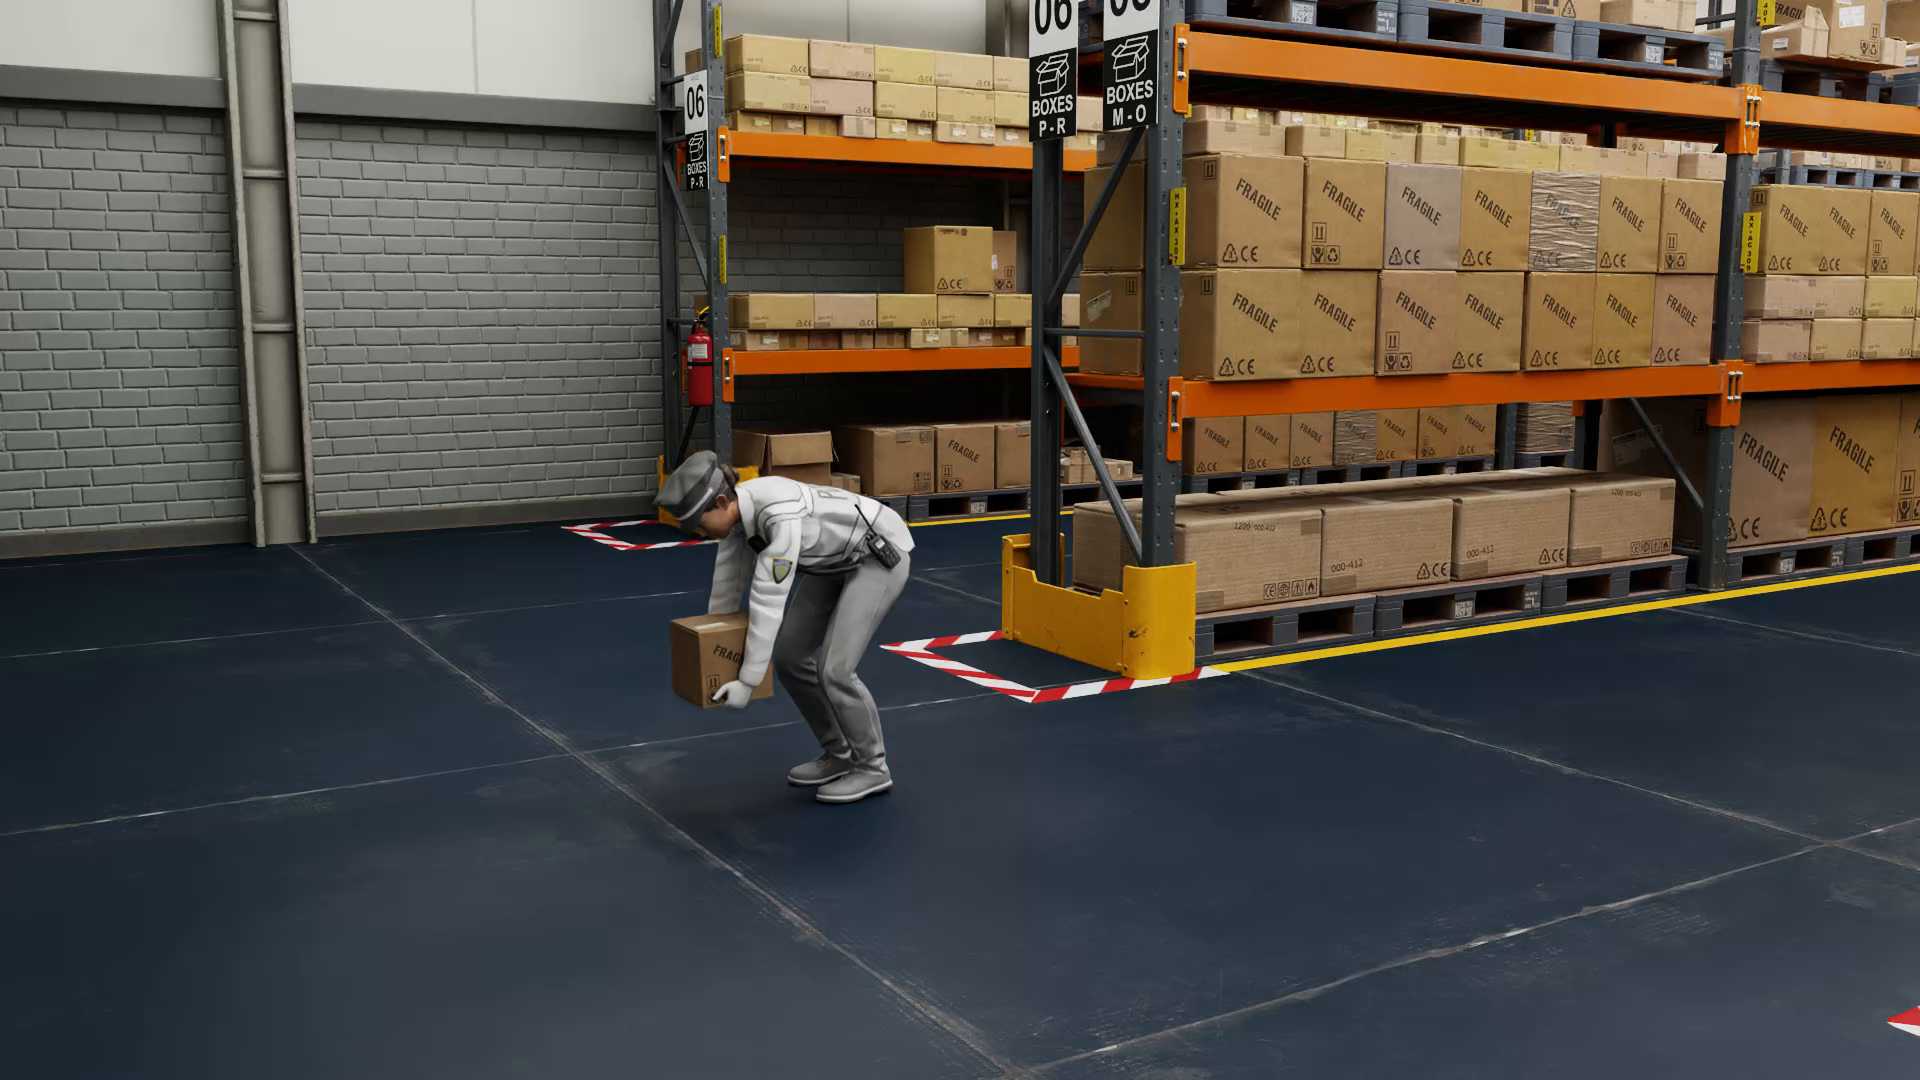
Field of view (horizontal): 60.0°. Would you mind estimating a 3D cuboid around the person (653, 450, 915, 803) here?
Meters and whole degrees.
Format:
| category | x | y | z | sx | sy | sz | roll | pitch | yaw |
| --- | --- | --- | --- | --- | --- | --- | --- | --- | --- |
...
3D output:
| category | x | y | z | sx | sy | sz | roll | pitch | yaw |
| --- | --- | --- | --- | --- | --- | --- | --- | --- | --- |
| person | -0.580 | 0.282 | 5.542 | 0.908 | 1.192 | 0.432 | -5 | 10 | -33 |
